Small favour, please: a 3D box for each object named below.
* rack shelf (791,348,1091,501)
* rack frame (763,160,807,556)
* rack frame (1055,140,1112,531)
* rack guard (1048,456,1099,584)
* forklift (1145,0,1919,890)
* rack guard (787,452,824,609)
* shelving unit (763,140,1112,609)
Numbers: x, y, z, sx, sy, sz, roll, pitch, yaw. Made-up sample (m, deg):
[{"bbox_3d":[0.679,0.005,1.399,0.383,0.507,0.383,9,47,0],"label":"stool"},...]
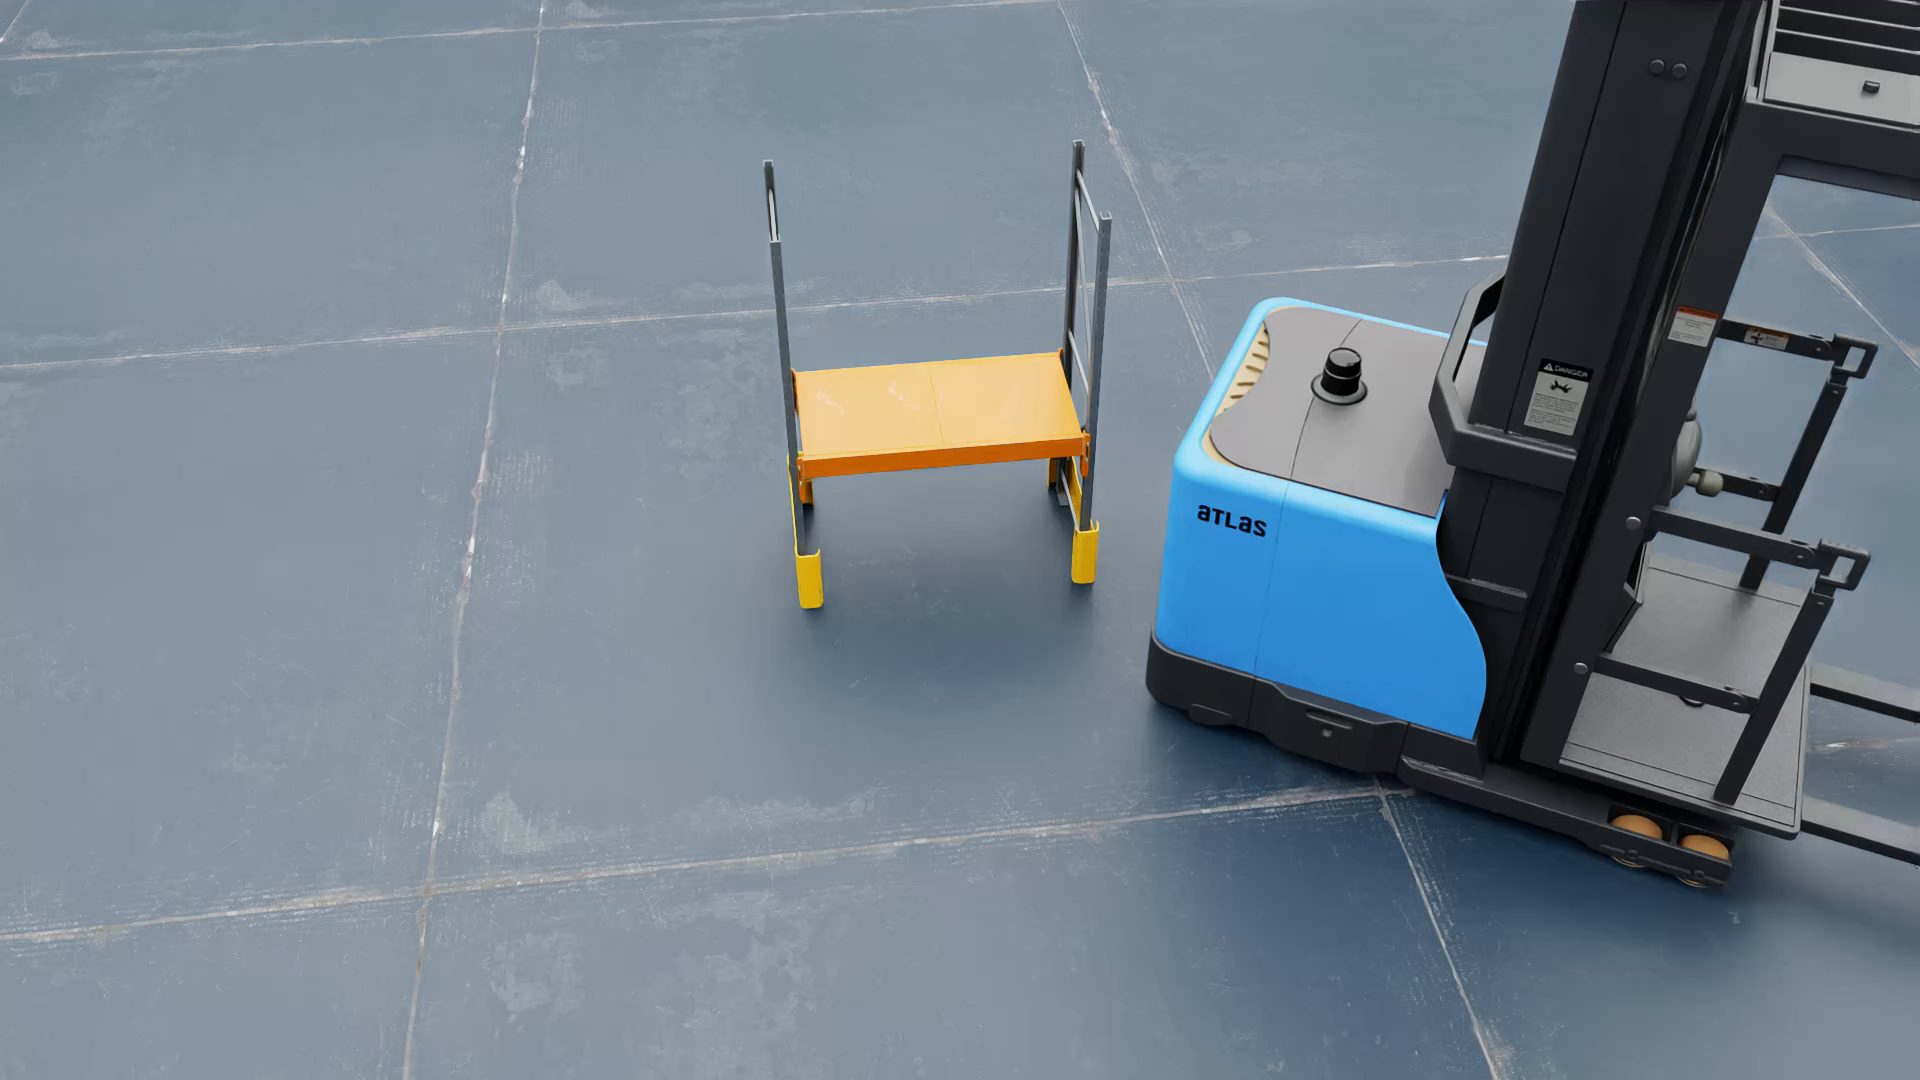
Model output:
[{"bbox_3d":[-0.085,-0.416,5.860,1.000,0.185,0.538,-5,42,-6],"label":"rack shelf"},{"bbox_3d":[-0.589,-0.505,5.691,0.032,1.500,0.500,-5,42,-6],"label":"rack frame"},{"bbox_3d":[0.419,-0.594,5.788,0.032,1.500,0.500,-5,42,-6],"label":"rack frame"},{"bbox_3d":[0.418,-0.129,6.207,0.087,0.250,0.587,-5,42,-6],"label":"rack guard"},{"bbox_3d":[2.190,-0.436,4.545,3.031,2.935,1.130,16,44,17],"label":"forklift"},{"bbox_3d":[-0.569,-0.043,6.111,0.087,0.250,0.587,-5,42,-6],"label":"rack guard"},{"bbox_3d":[-0.076,-0.550,5.740,1.083,1.500,0.587,-5,42,-6],"label":"shelving unit"}]
